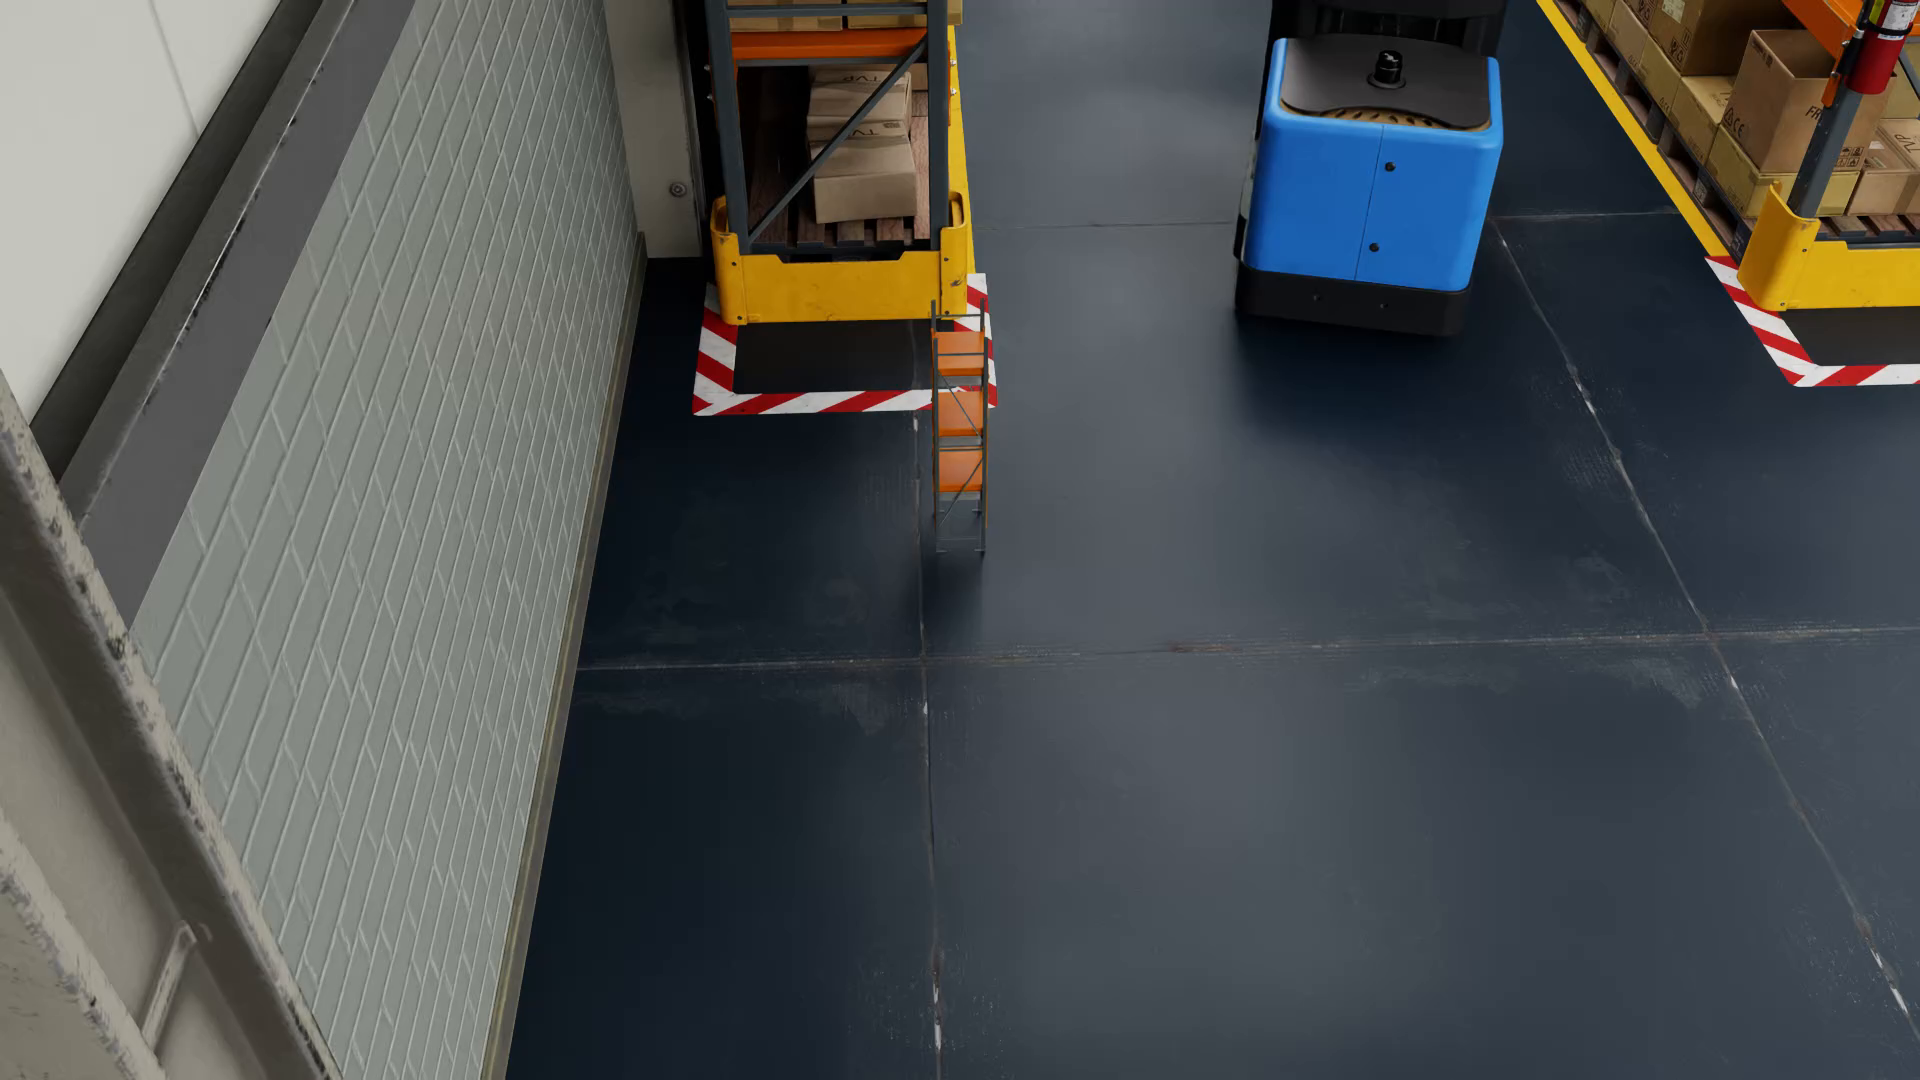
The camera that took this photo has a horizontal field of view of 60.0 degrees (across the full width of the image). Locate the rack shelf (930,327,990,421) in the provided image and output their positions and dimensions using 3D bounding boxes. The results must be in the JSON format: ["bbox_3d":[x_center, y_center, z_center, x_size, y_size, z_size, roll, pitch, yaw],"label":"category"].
[{"bbox_3d":[-0.002,-0.625,6.250,0.215,0.259,0.240,-2,43,-2],"label":"rack shelf"}]

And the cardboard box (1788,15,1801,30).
[{"bbox_3d":[4.538,-2.807,8.762,0.500,0.500,0.500,-2,43,-2],"label":"cardboard box"}]

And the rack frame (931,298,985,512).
[{"bbox_3d":[-0.007,-0.506,6.525,0.200,1.050,0.008,-2,43,-2],"label":"rack frame"}]

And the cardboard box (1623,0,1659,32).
[{"bbox_3d":[3.999,-3.130,9.114,0.500,0.500,0.500,-2,43,-2],"label":"cardboard box"}]

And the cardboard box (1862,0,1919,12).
[{"bbox_3d":[4.389,-2.699,7.401,0.700,0.500,0.500,-2,43,-2],"label":"cardboard box"}]

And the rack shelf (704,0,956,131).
[{"bbox_3d":[-0.638,-3.287,8.649,1.077,0.370,4.000,-2,43,-2],"label":"rack shelf"}]

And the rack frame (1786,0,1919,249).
[{"bbox_3d":[4.396,-2.347,7.090,1.000,3.000,0.127,-2,43,-2],"label":"rack frame"}]

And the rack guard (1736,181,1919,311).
[{"bbox_3d":[4.397,-1.409,7.917,1.175,0.500,0.348,-2,43,-2],"label":"rack guard"}]

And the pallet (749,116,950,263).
[{"bbox_3d":[-0.556,-1.775,8.530,1.003,0.211,1.213,-2,43,-2],"label":"pallet"}]

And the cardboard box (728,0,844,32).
[{"bbox_3d":[-0.767,-2.464,7.315,0.500,0.250,0.500,-1,43,-1],"label":"cardboard box"}]

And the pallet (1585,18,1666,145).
[{"bbox_3d":[4.273,-2.656,9.491,1.003,0.211,1.213,-2,43,-2],"label":"pallet"}]

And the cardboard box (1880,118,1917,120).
[{"bbox_3d":[4.570,-2.194,8.648,0.500,0.250,0.500,-2,43,-2],"label":"cardboard box"}]

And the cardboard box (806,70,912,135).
[{"bbox_3d":[-0.517,-2.228,8.625,0.500,0.311,0.500,2,43,2],"label":"cardboard box"}]

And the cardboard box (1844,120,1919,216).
[{"bbox_3d":[4.595,-1.856,8.279,0.500,0.250,0.500,-2,43,-2],"label":"cardboard box"}]

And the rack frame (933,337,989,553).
[{"bbox_3d":[0.003,-0.341,6.345,0.200,1.050,0.008,-2,43,-2],"label":"rack frame"}]

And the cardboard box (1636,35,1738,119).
[{"bbox_3d":[4.022,-2.516,8.999,0.500,0.250,0.500,-2,43,-2],"label":"cardboard box"}]

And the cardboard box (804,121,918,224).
[{"bbox_3d":[-0.493,-1.843,8.205,0.500,0.311,0.500,-6,43,-7],"label":"cardboard box"}]

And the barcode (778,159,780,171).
[{"bbox_3d":[-0.893,-1.847,8.203,0.001,0.075,0.075,-2,43,-2],"label":"barcode"}]

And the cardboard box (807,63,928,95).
[{"bbox_3d":[-0.498,-2.794,9.103,0.700,0.500,0.500,-4,43,-4],"label":"cardboard box"}]

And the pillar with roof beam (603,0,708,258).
[{"bbox_3d":[2.854,-4.985,5.529,9.100,9.000,0.400,-2,43,-2],"label":"pillar with roof beam"}]

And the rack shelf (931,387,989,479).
[{"bbox_3d":[-0.002,-0.415,6.442,0.215,0.259,0.240,-2,43,-2],"label":"rack shelf"}]

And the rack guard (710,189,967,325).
[{"bbox_3d":[-0.557,-1.332,7.833,1.175,0.500,0.348,-2,43,-2],"label":"rack guard"}]

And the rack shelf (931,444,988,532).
[{"bbox_3d":[-0.002,-0.210,6.630,0.215,0.259,0.240,-2,43,-2],"label":"rack shelf"}]

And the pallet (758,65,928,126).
[{"bbox_3d":[-0.605,-2.597,9.427,1.003,0.211,1.213,-2,43,-2],"label":"pallet"}]

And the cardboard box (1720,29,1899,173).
[{"bbox_3d":[4.076,-2.118,8.010,0.500,0.500,0.500,-2,43,-2],"label":"cardboard box"}]

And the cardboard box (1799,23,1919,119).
[{"bbox_3d":[4.572,-2.470,8.394,0.500,0.500,0.500,-2,43,-2],"label":"cardboard box"}]

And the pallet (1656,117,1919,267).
[{"bbox_3d":[4.321,-1.834,8.594,1.003,0.211,1.213,-2,43,-2],"label":"pallet"}]

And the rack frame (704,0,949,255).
[{"bbox_3d":[-0.553,-2.202,6.933,1.000,3.000,0.127,-2,43,-2],"label":"rack frame"}]

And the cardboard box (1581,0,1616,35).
[{"bbox_3d":[3.975,-3.191,9.736,0.500,0.250,0.500,-2,43,-2],"label":"cardboard box"}]

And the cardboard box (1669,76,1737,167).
[{"bbox_3d":[4.045,-2.179,8.631,0.500,0.250,0.500,-2,43,-2],"label":"cardboard box"}]

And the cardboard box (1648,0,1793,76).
[{"bbox_3d":[4.019,-2.793,8.746,0.500,0.500,0.500,-2,43,-2],"label":"cardboard box"}]

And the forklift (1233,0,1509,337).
[{"bbox_3d":[2.100,-3.025,7.881,1.130,2.935,3.031,8,43,9],"label":"forklift"}]

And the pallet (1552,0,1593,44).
[{"bbox_3d":[4.218,-3.481,10.392,1.003,0.211,1.213,-2,43,-2],"label":"pallet"}]

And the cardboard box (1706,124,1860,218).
[{"bbox_3d":[4.078,-1.842,8.263,0.500,0.250,0.500,-2,43,-2],"label":"cardboard box"}]

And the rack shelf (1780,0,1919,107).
[{"bbox_3d":[4.311,-3.432,8.806,1.077,0.370,4.000,-2,43,-2],"label":"rack shelf"}]

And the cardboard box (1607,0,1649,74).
[{"bbox_3d":[4.002,-2.854,9.368,0.500,0.250,0.500,-2,43,-2],"label":"cardboard box"}]

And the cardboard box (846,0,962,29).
[{"bbox_3d":[-0.257,-2.493,7.346,0.500,0.250,0.500,-3,43,-3],"label":"cardboard box"}]

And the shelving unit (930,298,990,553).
[{"bbox_3d":[-0.002,-0.423,6.435,0.215,1.050,0.252,-2,43,-2],"label":"shelving unit"}]

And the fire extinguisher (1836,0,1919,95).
[{"bbox_3d":[3.937,-2.225,7.015,0.296,0.674,0.183,-2,43,-2],"label":"fire extinguisher"}]
